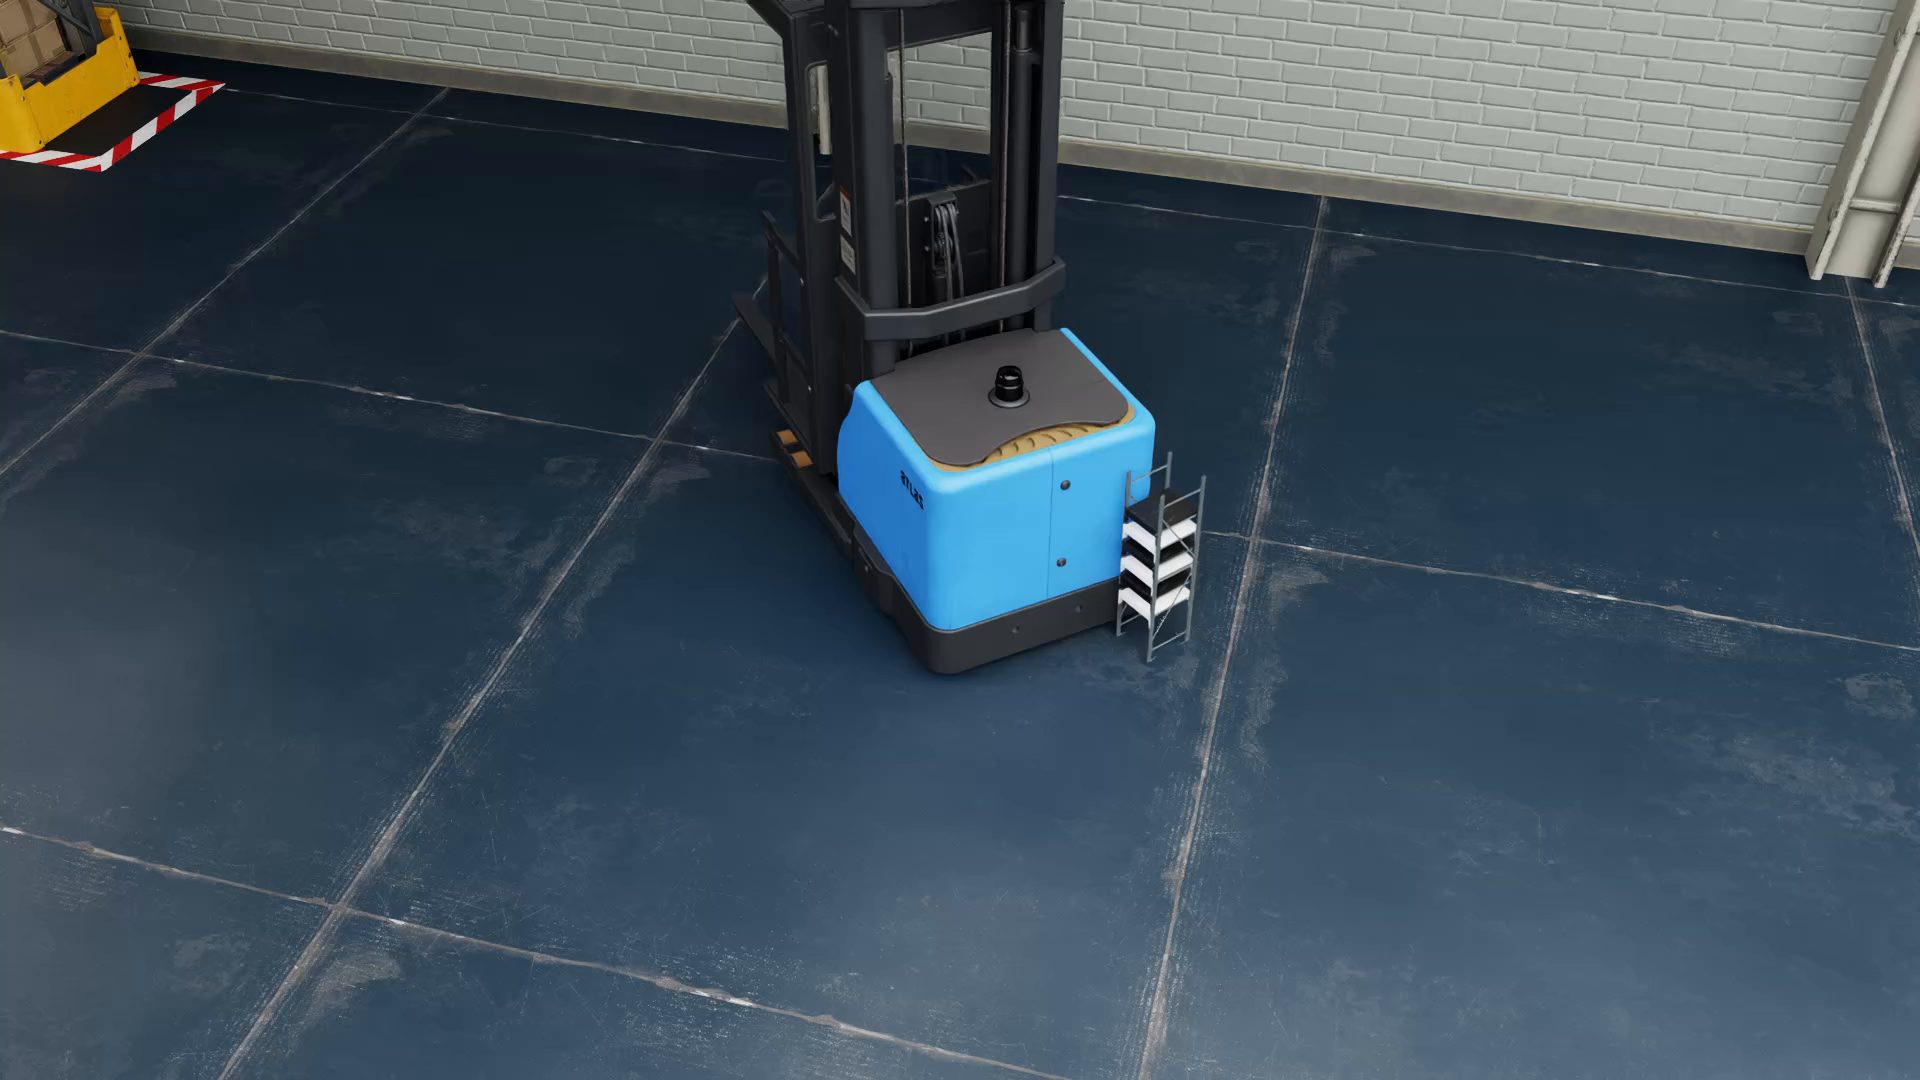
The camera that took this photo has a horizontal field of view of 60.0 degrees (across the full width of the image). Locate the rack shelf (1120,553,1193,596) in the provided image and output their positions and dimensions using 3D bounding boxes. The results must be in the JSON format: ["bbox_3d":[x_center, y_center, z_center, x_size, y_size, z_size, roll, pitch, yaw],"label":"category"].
[{"bbox_3d":[0.835,0.108,6.995,0.258,0.077,0.200,-25,45,-27],"label":"rack shelf"}]

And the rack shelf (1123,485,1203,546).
[{"bbox_3d":[0.832,-0.102,6.825,0.258,0.077,0.200,-25,45,-27],"label":"rack shelf"}]

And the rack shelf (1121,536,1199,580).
[{"bbox_3d":[0.834,0.038,6.939,0.258,0.077,0.200,-25,45,-27],"label":"rack shelf"}]

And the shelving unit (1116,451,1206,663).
[{"bbox_3d":[0.835,0.082,6.974,0.258,0.900,0.210,-25,45,-27],"label":"shelving unit"}]

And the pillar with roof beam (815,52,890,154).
[{"bbox_3d":[-1.787,-3.334,4.747,0.400,9.000,9.100,10,41,11],"label":"pillar with roof beam"}]

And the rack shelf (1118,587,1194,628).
[{"bbox_3d":[0.837,0.247,7.109,0.258,0.077,0.200,-25,45,-27],"label":"rack shelf"}]

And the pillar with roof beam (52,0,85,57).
[{"bbox_3d":[-7.583,-4.331,5.935,0.400,9.000,9.100,10,41,11],"label":"pillar with roof beam"}]

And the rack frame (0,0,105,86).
[{"bbox_3d":[-6.031,-4.033,10.244,0.127,3.000,1.000,10,41,11],"label":"rack frame"}]

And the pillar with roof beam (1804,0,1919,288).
[{"bbox_3d":[4.009,-2.337,3.560,0.400,9.000,9.100,10,41,11],"label":"pillar with roof beam"}]

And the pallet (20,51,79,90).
[{"bbox_3d":[-6.780,-3.066,11.261,1.213,0.211,1.003,10,41,11],"label":"pallet"}]

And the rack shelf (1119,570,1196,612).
[{"bbox_3d":[0.836,0.177,7.052,0.258,0.077,0.200,-25,45,-27],"label":"rack shelf"}]

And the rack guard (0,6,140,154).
[{"bbox_3d":[-6.008,-3.072,11.043,0.348,0.500,1.175,10,41,11],"label":"rack guard"}]

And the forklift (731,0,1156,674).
[{"bbox_3d":[-0.285,-1.504,7.286,1.130,2.935,3.031,-17,43,-19],"label":"forklift"}]

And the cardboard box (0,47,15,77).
[{"bbox_3d":[-6.566,-3.023,10.853,0.500,0.250,0.500,10,41,12],"label":"cardboard box"}]

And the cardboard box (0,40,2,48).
[{"bbox_3d":[-6.582,-3.219,10.698,0.500,0.250,0.500,9,41,11],"label":"cardboard box"}]

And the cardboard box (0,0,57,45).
[{"bbox_3d":[-6.431,-3.540,11.079,0.500,0.250,0.500,10,41,12],"label":"cardboard box"}]

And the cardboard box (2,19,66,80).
[{"bbox_3d":[-6.455,-3.344,11.235,0.500,0.250,0.500,10,41,12],"label":"cardboard box"}]

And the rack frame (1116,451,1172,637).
[{"bbox_3d":[0.775,0.030,7.039,0.240,0.900,0.006,-25,45,-27],"label":"rack frame"}]

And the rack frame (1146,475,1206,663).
[{"bbox_3d":[0.894,0.133,6.910,0.240,0.900,0.006,-25,45,-27],"label":"rack frame"}]

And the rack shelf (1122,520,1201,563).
[{"bbox_3d":[0.833,-0.032,6.882,0.258,0.077,0.200,-25,45,-27],"label":"rack shelf"}]
